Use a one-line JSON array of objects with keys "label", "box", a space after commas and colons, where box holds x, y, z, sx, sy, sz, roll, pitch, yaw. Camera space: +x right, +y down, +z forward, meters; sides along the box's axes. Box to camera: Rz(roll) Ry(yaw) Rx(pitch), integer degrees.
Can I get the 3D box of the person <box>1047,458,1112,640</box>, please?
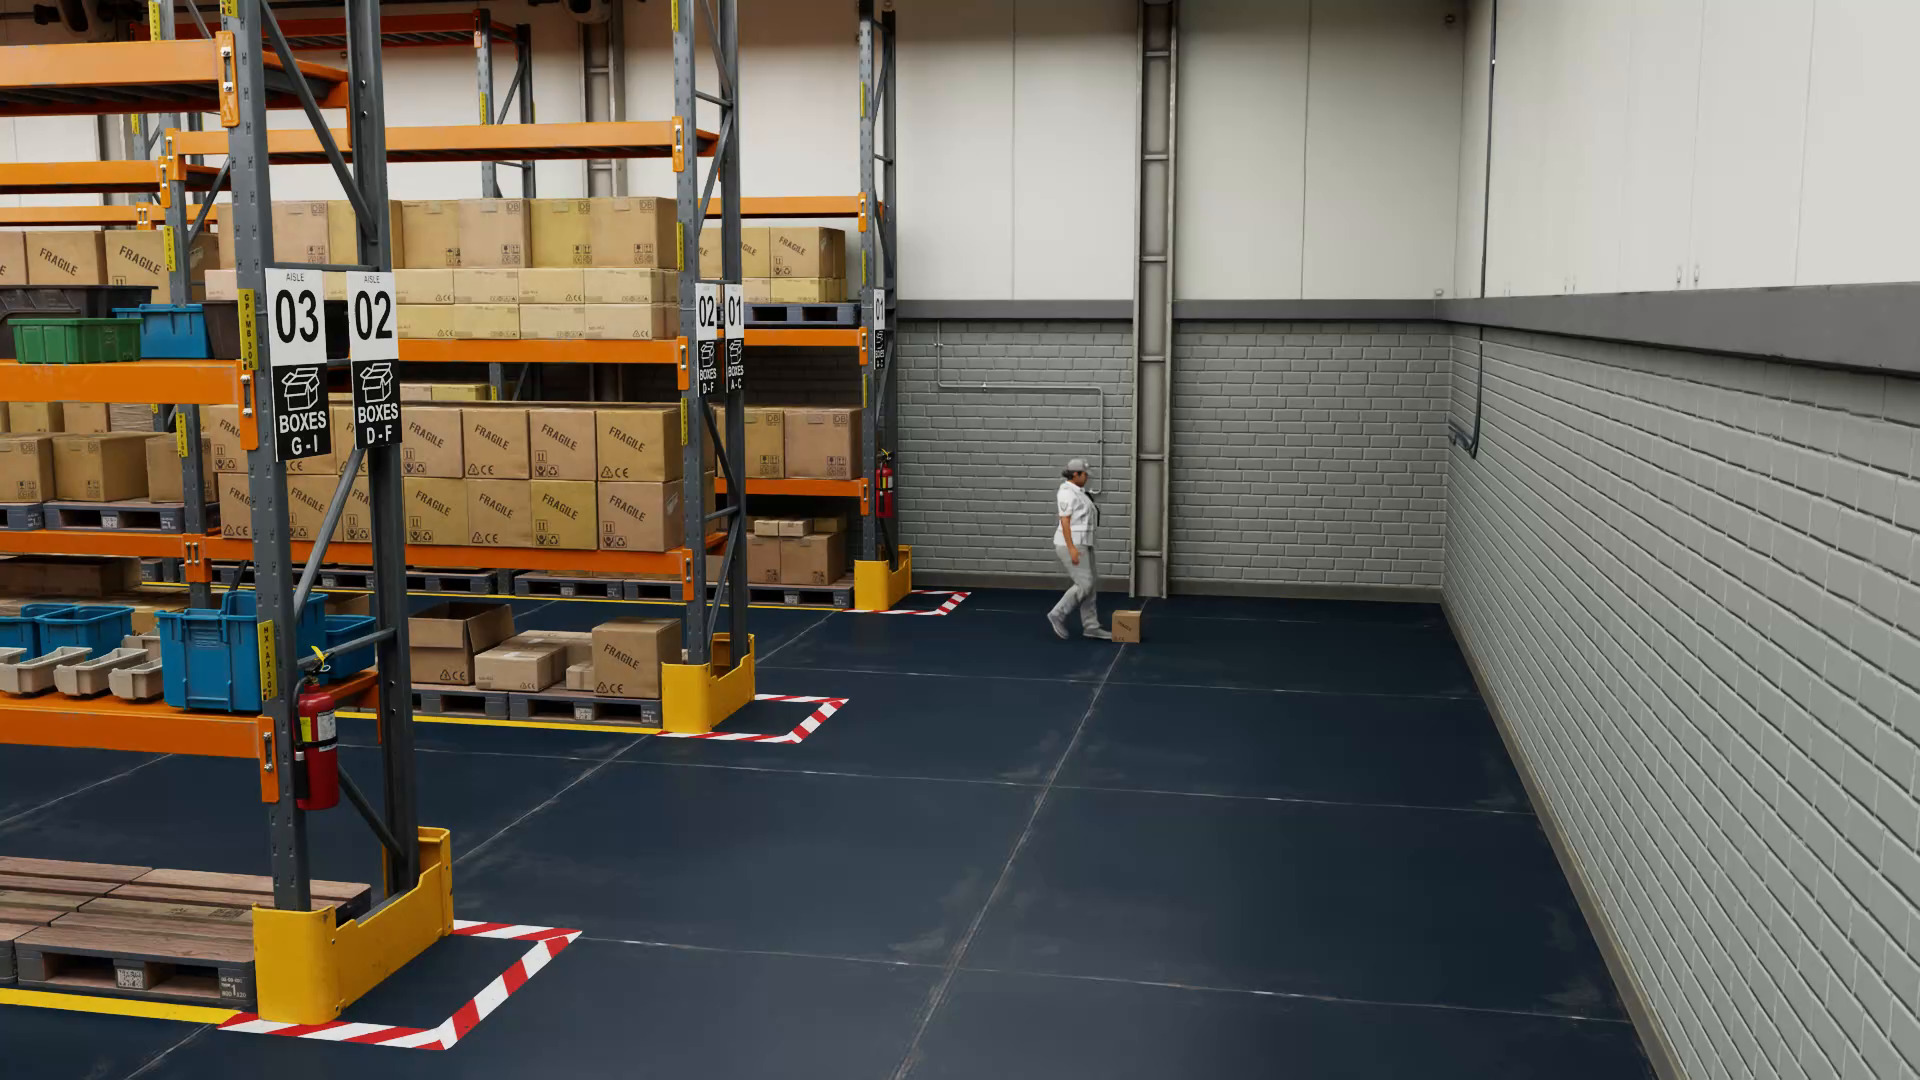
[{"label": "person", "box": [1.126, 0.082, 15.213, 0.602, 1.653, 0.533, 3, 9, 20]}]
